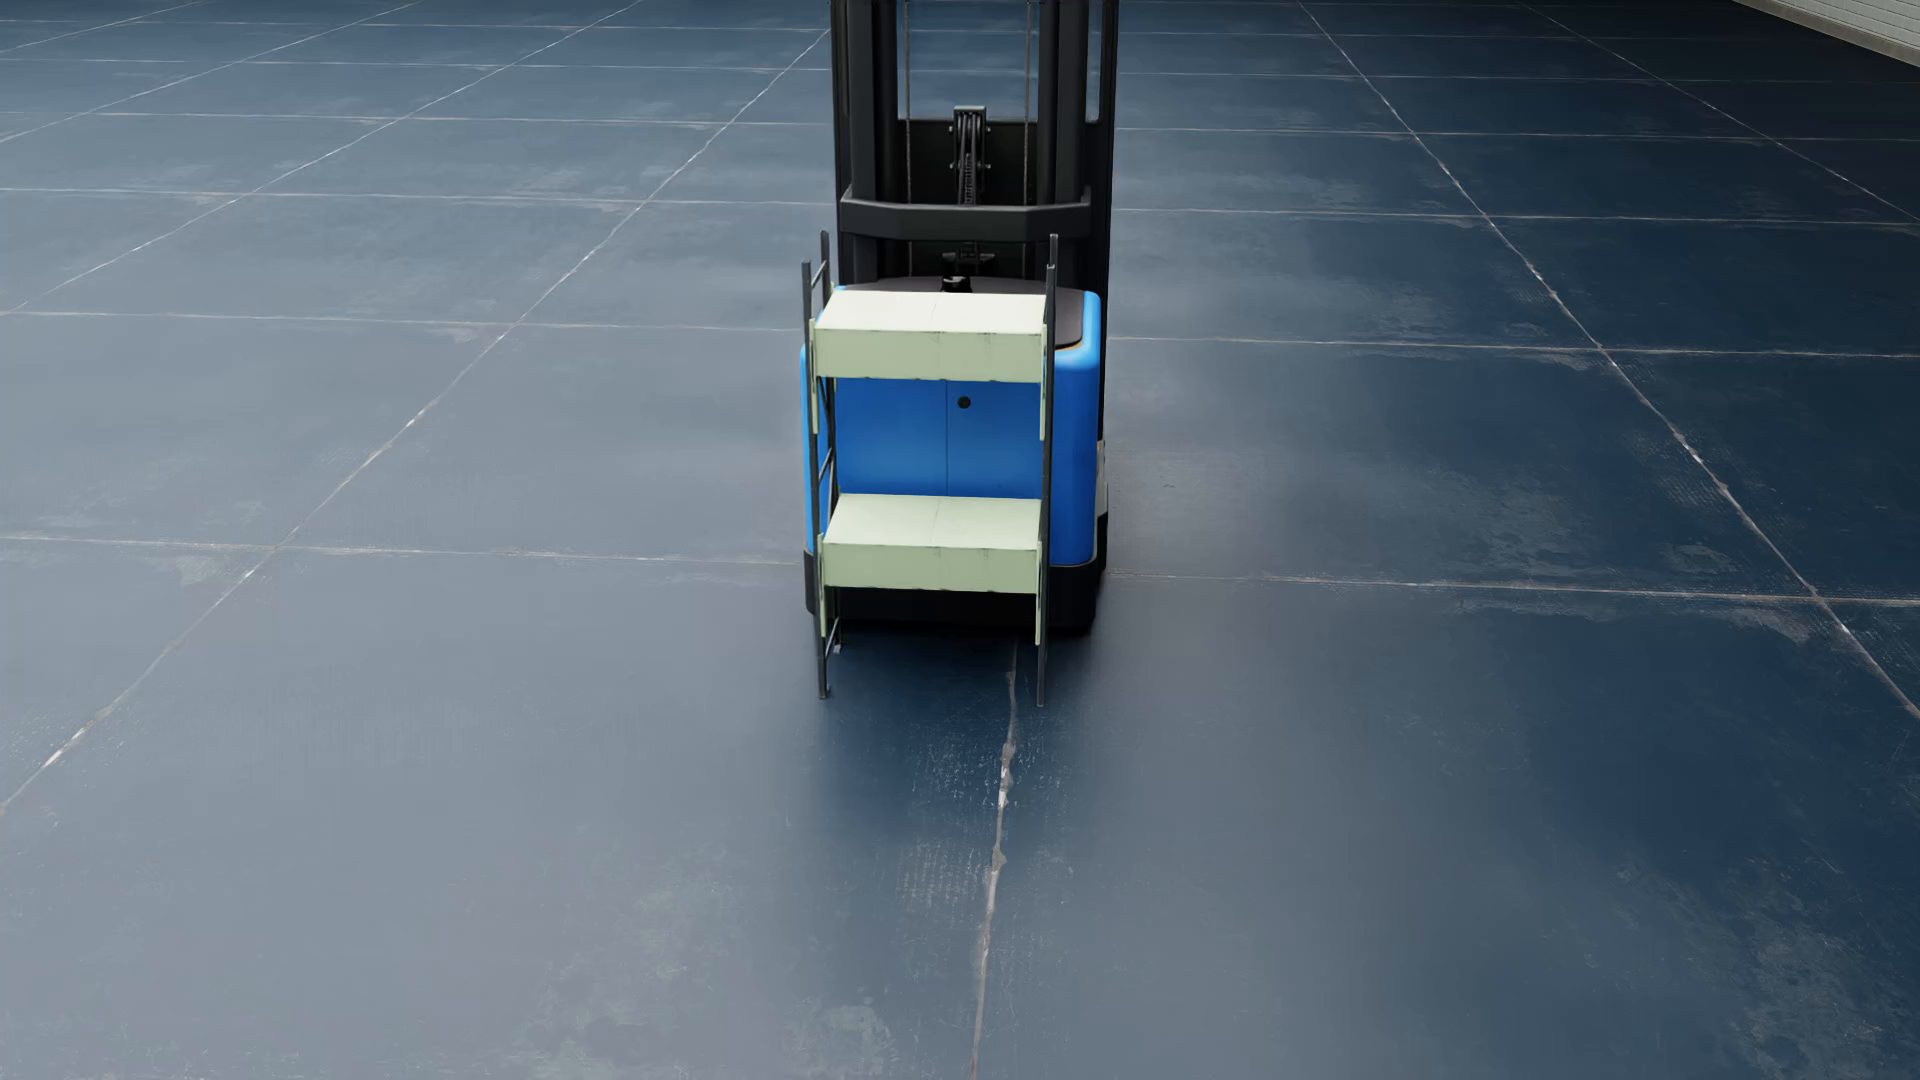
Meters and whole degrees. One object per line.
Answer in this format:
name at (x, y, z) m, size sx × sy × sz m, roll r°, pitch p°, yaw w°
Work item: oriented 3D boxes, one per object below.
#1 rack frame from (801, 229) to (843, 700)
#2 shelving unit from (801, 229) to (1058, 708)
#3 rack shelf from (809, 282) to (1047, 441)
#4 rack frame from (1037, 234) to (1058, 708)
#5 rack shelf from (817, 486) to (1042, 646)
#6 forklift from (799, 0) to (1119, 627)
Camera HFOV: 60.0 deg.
rack frame at (-0.447, -0.229, 5.454) m, size 0.023 × 1.500 × 0.400 m, roll 2°, pitch 25°, yaw 4°
shelving unit at (-0.082, -0.217, 5.427) m, size 0.755 × 1.500 × 0.431 m, roll 2°, pitch 25°, yaw 4°
rack shelf at (-0.082, -0.572, 5.264) m, size 0.720 × 0.370 × 0.431 m, roll 2°, pitch 25°, yaw 4°
rack frame at (0.283, -0.205, 5.401) m, size 0.023 × 1.500 × 0.400 m, roll 2°, pitch 25°, yaw 4°
rack shelf at (-0.082, 0.079, 5.564) m, size 0.720 × 0.370 × 0.431 m, roll 2°, pitch 25°, yaw 4°
forklift at (0.075, -1.600, 6.722) m, size 1.130 × 2.935 × 3.031 m, roll 2°, pitch 25°, yaw 4°
